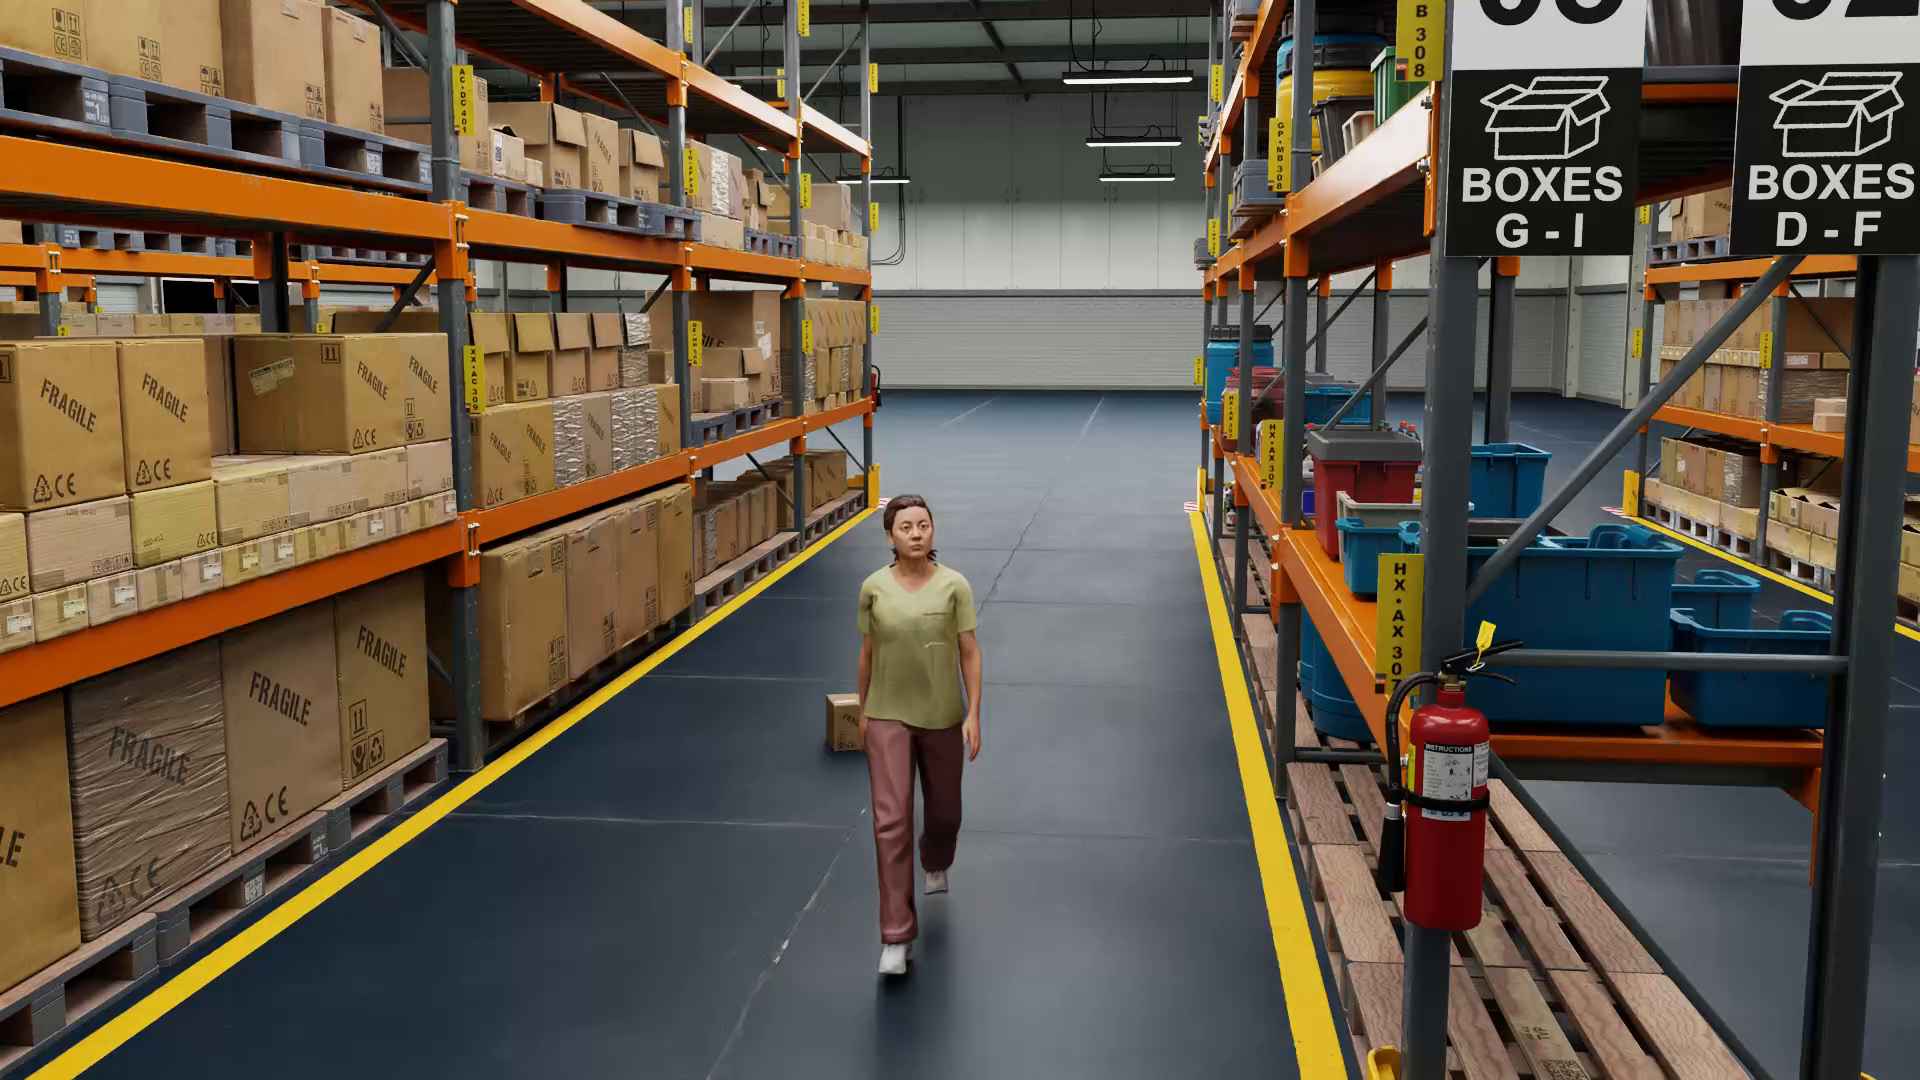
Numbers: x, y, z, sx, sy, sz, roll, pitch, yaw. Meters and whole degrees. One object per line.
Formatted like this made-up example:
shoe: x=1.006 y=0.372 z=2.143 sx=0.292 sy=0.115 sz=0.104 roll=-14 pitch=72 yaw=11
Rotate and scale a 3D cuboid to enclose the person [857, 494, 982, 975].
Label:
person: x=-0.147 y=0.647 z=6.022 sx=0.454 sy=1.631 sz=0.946 roll=0 pitch=8 yaw=-2
